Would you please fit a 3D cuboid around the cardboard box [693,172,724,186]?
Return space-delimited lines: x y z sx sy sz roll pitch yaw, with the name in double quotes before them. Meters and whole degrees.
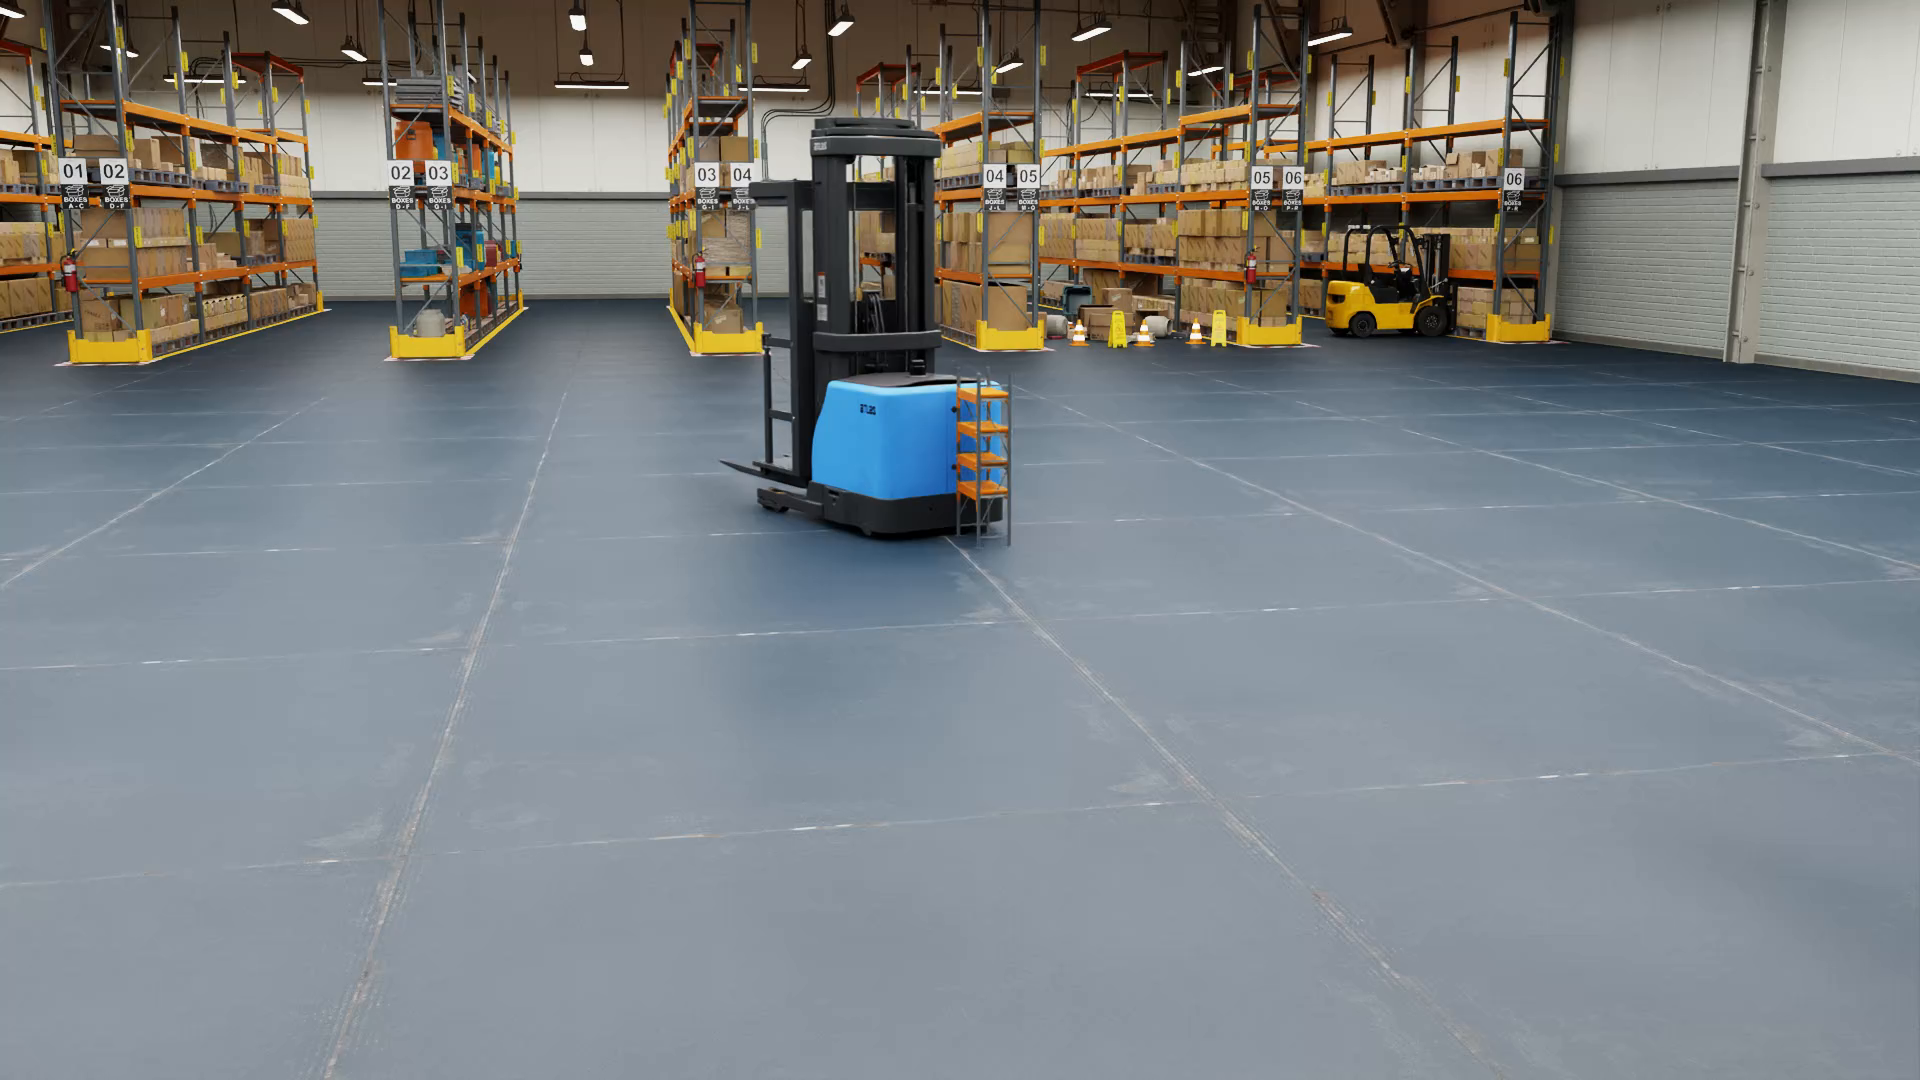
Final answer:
"cardboard box" -4.339 -6.206 28.658 0.500 0.250 0.500 -2 11 -10

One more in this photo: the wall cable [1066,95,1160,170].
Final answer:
"wall cable" 4.709 -12.142 51.320 2.988 3.039 0.133 -2 11 -11

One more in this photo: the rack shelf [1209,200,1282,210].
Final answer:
"rack shelf" 7.870 -8.956 44.632 1.077 0.370 4.000 -2 11 -11

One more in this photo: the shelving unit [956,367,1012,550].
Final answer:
"shelving unit" 0.163 -0.574 11.502 0.258 1.200 0.503 -3 11 -16

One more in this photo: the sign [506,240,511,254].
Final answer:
"sign" -10.648 -6.903 39.203 0.100 0.325 0.005 -2 11 -11

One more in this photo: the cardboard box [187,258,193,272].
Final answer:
"cardboard box" -14.630 -5.116 30.954 0.500 0.250 0.500 -1 11 -7

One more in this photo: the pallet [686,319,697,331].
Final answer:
"pallet" -5.167 -4.458 34.552 1.003 0.211 1.213 -2 11 -11

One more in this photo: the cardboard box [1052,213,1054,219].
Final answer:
"cardboard box" 2.648 -8.567 44.009 0.380 0.149 0.250 -2 11 -10

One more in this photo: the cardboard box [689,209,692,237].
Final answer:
"cardboard box" -4.740 -5.872 30.787 0.500 0.500 0.500 -2 11 -11

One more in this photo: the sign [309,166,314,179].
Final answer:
"sign" -16.277 -9.227 41.761 0.100 0.325 0.005 -2 11 -11

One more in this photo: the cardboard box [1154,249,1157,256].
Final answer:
"cardboard box" 4.392 -6.176 35.670 0.380 0.149 0.250 -2 11 -11

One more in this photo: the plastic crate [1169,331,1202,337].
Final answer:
"plastic crate" 4.448 -4.069 32.860 0.402 0.080 0.583 -6 13 -31

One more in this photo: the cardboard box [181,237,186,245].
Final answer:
"cardboard box" -14.182 -5.381 29.944 0.380 0.149 0.250 -2 11 -12

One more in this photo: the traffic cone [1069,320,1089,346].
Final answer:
"traffic cone" 2.179 -3.792 30.379 0.336 0.463 0.334 -2 11 -11

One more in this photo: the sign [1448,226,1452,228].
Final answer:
"sign" 10.359 -6.487 35.228 0.100 0.325 0.005 -2 11 -11

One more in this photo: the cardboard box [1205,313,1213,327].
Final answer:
"cardboard box" 5.104 -4.272 32.351 0.500 0.250 0.500 -3 11 -13

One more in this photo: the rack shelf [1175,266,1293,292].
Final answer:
"rack shelf" 5.336 -5.101 32.397 1.077 0.370 4.000 -2 11 -11

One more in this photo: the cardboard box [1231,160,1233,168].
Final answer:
"cardboard box" 5.291 -7.024 31.093 0.380 0.149 0.250 -2 11 -11

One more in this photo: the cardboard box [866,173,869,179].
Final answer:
"cardboard box" -2.212 -9.357 42.811 0.380 0.149 0.250 -2 11 -9

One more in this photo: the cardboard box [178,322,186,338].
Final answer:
"cardboard box" -13.988 -3.696 29.324 0.500 0.250 0.500 -2 11 -11

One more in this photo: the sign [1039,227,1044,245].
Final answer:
"sign" 1.435 -5.372 29.371 0.100 0.325 0.005 -2 11 -11

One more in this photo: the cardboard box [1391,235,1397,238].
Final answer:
"cardboard box" 9.463 -6.471 35.671 0.380 0.149 0.250 -2 11 -12

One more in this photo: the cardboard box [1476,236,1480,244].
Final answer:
"cardboard box" 10.182 -5.785 32.067 0.380 0.149 0.250 -2 11 -10

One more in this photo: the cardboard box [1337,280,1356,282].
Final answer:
"cardboard box" 9.241 -6.140 39.759 0.380 0.149 0.250 -2 11 -8

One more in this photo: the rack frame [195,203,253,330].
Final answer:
"rack frame" -15.270 -5.835 34.329 1.000 3.000 0.127 -2 11 -11

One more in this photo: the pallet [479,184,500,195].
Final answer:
"pallet" -10.463 -7.539 35.764 1.003 0.211 1.213 -2 11 -11

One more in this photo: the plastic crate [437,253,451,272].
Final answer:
"plastic crate" -9.655 -5.149 30.894 0.767 0.338 0.504 -2 11 -11

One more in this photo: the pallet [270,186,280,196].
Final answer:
"pallet" -15.990 -7.827 37.278 1.213 0.211 1.003 -2 11 -11

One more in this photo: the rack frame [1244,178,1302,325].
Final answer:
"rack frame" 5.725 -5.087 30.402 1.000 3.000 0.127 -2 11 -11

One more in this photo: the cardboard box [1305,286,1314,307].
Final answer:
"cardboard box" 8.657 -5.876 40.108 0.500 0.500 0.500 -2 11 -12

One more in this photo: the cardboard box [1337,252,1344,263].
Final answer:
"cardboard box" 8.977 -6.479 38.117 0.500 0.250 0.500 -2 11 -12

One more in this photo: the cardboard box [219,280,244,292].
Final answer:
"cardboard box" -15.900 -5.552 36.346 0.500 0.250 0.500 -2 11 -12

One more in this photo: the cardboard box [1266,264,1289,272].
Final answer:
"cardboard box" 5.862 -5.034 30.793 0.380 0.149 0.250 -2 11 -11

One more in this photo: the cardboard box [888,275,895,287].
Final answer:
"cardboard box" -1.454 -6.194 39.772 0.500 0.250 0.500 -2 11 -9

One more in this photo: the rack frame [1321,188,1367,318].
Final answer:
"rack frame" 9.037 -6.736 39.063 1.000 3.000 0.127 -2 11 -11

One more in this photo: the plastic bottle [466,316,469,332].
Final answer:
"plastic bottle" -9.114 -3.991 30.730 0.061 0.283 0.133 -1 11 -7

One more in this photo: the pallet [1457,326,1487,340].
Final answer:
"pallet" 10.403 -4.037 32.344 1.003 0.211 1.213 -2 11 -11

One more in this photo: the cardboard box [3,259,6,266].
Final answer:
"cardboard box" -20.203 -5.796 34.746 0.380 0.149 0.250 -2 11 -10

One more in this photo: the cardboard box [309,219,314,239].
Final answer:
"cardboard box" -16.469 -7.770 41.558 0.500 0.500 0.500 -2 11 -12

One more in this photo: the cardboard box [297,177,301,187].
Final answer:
"cardboard box" -16.284 -8.679 40.314 0.500 0.250 0.500 -2 11 -11

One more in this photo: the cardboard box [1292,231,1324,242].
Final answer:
"cardboard box" 8.538 -7.285 40.552 0.797 0.503 0.637 -2 11 -12

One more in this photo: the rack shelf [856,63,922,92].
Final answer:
"rack shelf" -1.834 -11.683 42.045 1.077 0.370 4.000 -2 11 -11

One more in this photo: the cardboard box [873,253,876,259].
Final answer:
"cardboard box" -1.988 -7.201 42.182 0.380 0.149 0.250 -3 11 -13

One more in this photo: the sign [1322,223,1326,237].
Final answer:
"sign" 8.507 -7.244 38.849 0.100 0.325 0.005 -2 11 -11

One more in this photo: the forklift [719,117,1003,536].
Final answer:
"forklift" -0.922 -1.695 12.763 1.130 2.935 3.031 -7 13 -33

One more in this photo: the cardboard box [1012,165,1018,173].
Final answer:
"cardboard box" 1.137 -6.569 29.445 0.380 0.149 0.250 -2 11 -11

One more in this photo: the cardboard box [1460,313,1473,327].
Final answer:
"cardboard box" 10.104 -4.290 32.445 0.500 0.250 0.500 -2 11 -11

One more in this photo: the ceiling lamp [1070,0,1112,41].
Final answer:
"ceiling lamp" 2.831 -11.531 32.603 0.800 3.185 2.000 -2 11 -11

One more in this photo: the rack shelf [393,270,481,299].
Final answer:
"rack shelf" -9.243 -4.560 29.557 1.077 0.370 4.000 -2 11 -11

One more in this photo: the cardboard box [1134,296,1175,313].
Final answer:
"cardboard box" 4.421 -5.231 37.062 0.950 0.372 0.625 -2 11 -12

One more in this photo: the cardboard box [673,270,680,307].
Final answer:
"cardboard box" -6.186 -5.974 39.619 1.225 0.875 0.875 -2 11 -11

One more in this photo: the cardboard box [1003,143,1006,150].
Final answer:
"cardboard box" 0.990 -7.098 30.093 0.380 0.149 0.250 -2 11 -10

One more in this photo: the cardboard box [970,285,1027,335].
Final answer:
"cardboard box" 0.692 -4.173 30.159 0.875 0.875 0.875 -2 11 -11

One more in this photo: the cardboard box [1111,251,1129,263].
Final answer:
"cardboard box" 3.816 -6.564 38.563 0.500 0.250 0.500 -3 11 -13

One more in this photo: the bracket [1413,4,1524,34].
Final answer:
"bracket" 10.412 -10.680 34.115 0.076 0.066 4.783 -2 11 -11
